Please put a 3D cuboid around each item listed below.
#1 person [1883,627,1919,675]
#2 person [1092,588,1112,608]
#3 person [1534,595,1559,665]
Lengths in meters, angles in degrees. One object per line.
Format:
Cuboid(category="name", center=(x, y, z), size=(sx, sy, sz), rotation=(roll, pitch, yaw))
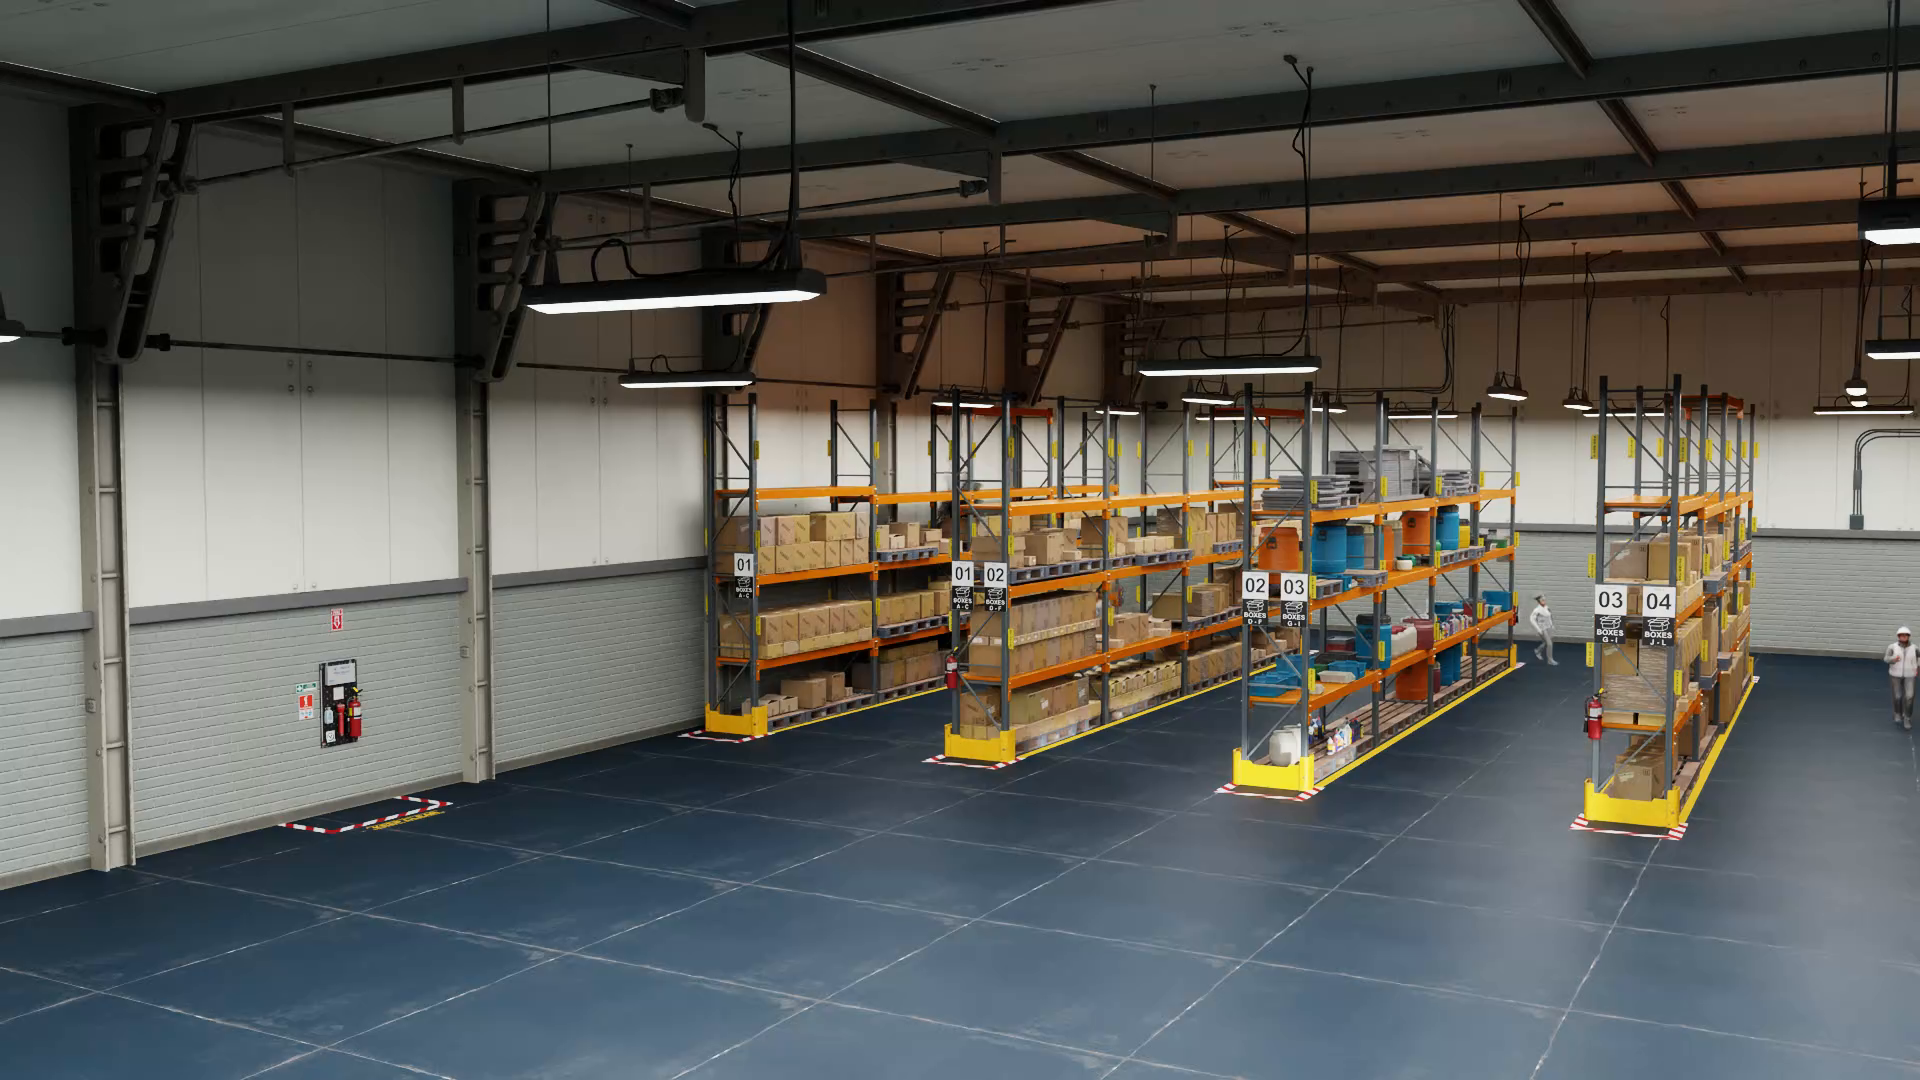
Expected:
Cuboid(category="person", center=(17.032, 2.010, 30.002), size=(0.641, 0.866, 0.646), rotation=(2, 4, 29))
Cuboid(category="person", center=(3.006, 1.841, 36.361), size=(0.573, 1.584, 0.815), rotation=(2, 3, 27))
Cuboid(category="person", center=(13.591, 2.083, 38.837), size=(0.610, 1.653, 0.715), rotation=(-2, 4, -32))
